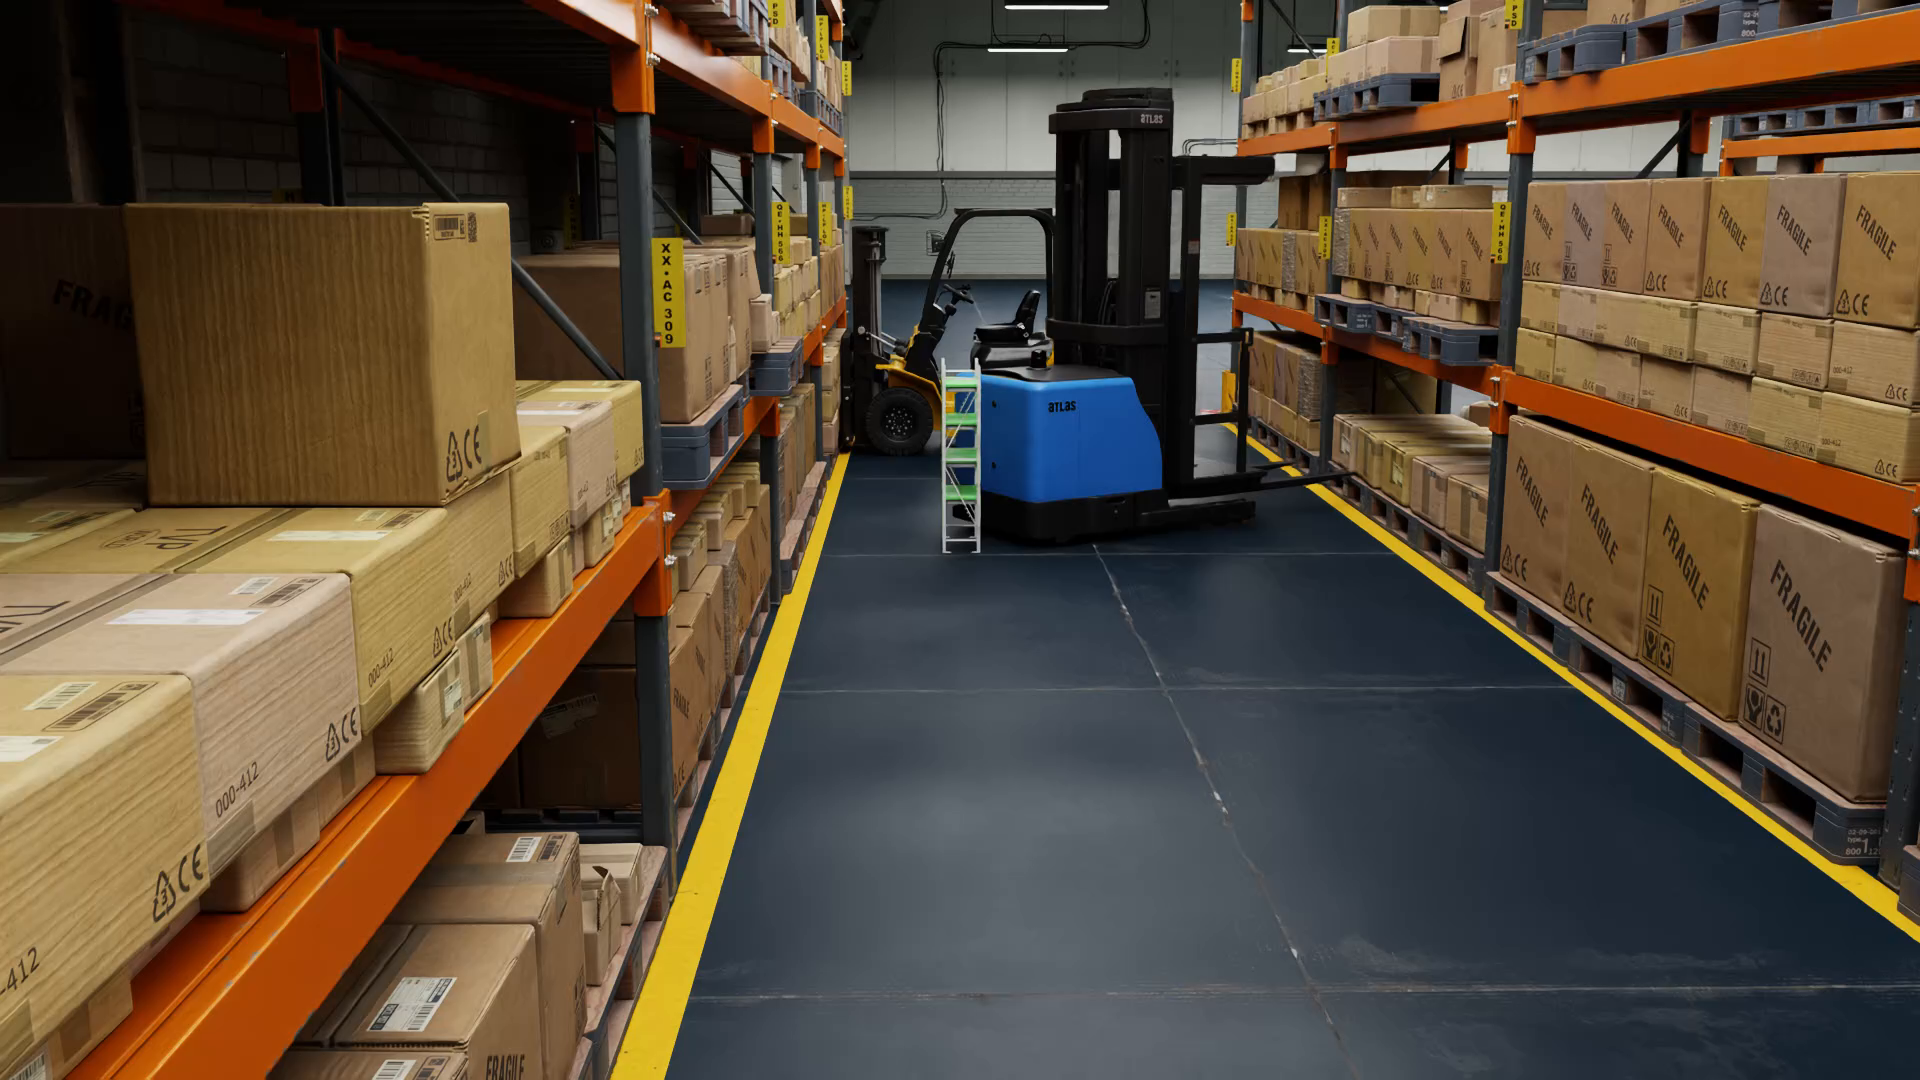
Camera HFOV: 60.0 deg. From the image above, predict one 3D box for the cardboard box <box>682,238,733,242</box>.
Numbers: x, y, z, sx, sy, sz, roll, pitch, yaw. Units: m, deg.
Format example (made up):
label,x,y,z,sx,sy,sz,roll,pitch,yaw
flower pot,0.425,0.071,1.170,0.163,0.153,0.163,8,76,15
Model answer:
label,x,y,z,sx,sy,sz,roll,pitch,yaw
cardboard box,-1.836,-2.097,11.970,0.380,0.149,0.250,0,11,-1

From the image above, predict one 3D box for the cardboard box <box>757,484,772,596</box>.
label,x,y,z,sx,sy,sz,roll,pitch,yaw
cardboard box,-1.280,-0.007,8.780,0.500,0.500,0.500,0,11,0

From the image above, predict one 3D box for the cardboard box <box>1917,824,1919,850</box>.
label,x,y,z,sx,sy,sz,roll,pitch,yaw
cardboard box,3.448,0.840,4.763,0.875,0.438,0.875,0,11,-2

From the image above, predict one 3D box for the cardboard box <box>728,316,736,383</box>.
label,x,y,z,sx,sy,sz,roll,pitch,yaw
cardboard box,-1.066,-0.732,6.404,0.396,0.266,0.258,0,11,2

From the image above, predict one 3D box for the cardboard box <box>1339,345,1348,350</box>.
label,x,y,z,sx,sy,sz,roll,pitch,yaw
cardboard box,3.603,-1.479,14.779,0.500,0.500,0.500,0,11,2

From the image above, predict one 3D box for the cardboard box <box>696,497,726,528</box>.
label,x,y,z,sx,sy,sz,roll,pitch,yaw
cardboard box,-1.276,-0.102,7.617,0.380,0.149,0.250,0,11,-2

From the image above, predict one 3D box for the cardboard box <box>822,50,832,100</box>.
label,x,y,z,sx,sy,sz,roll,pitch,yaw
cardboard box,-1.521,-4.068,14.453,0.797,0.503,0.637,0,11,1

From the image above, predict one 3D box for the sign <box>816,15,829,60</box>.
label,x,y,z,sx,sy,sz,roll,pitch,yaw
sign,-1.044,-3.786,12.542,0.100,0.325,0.005,0,11,-1

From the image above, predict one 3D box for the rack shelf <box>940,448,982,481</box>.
label,x,y,z,sx,sy,sz,roll,pitch,yaw
rack shelf,0.003,-0.492,10.790,0.258,0.148,0.480,0,11,-1

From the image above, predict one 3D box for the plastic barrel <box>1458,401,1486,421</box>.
label,x,y,z,sx,sy,sz,roll,pitch,yaw
plastic barrel,4.850,-1.054,15.189,0.512,0.421,0.421,9,15,38

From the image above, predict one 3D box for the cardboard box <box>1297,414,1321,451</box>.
label,x,y,z,sx,sy,sz,roll,pitch,yaw
cardboard box,3.096,-0.900,13.812,0.500,0.250,0.500,0,11,1

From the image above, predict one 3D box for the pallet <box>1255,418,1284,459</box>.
label,x,y,z,sx,sy,sz,roll,pitch,yaw
pallet,3.299,-0.935,15.139,1.003,0.211,1.213,0,11,-1

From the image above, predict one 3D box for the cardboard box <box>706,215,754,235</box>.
label,x,y,z,sx,sy,sz,roll,pitch,yaw
cardboard box,-1.858,-2.529,13.352,0.380,0.149,0.250,-1,11,-3

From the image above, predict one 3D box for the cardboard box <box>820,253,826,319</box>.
label,x,y,z,sx,sy,sz,roll,pitch,yaw
cardboard box,-1.334,-2.043,13.332,0.500,0.500,0.500,-1,11,-3

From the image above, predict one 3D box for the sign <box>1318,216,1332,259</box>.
label,x,y,z,sx,sy,sz,roll,pitch,yaw
sign,2.834,-2.346,12.902,0.100,0.325,0.005,0,11,-1

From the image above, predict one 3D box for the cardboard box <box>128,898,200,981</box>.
label,x,y,z,sx,sy,sz,roll,pitch,yaw
cardboard box,-1.162,0.435,2.002,0.380,0.149,0.250,0,11,-2

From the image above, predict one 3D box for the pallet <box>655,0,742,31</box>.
label,x,y,z,sx,sy,sz,roll,pitch,yaw
pallet,-1.364,-1.822,5.424,1.213,0.211,1.003,0,11,-1

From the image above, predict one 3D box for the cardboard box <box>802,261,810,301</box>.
label,x,y,z,sx,sy,sz,roll,pitch,yaw
cardboard box,-1.298,-1.776,11.387,0.500,0.250,0.500,0,11,0

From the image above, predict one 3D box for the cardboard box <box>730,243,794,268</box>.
label,x,y,z,sx,sy,sz,roll,pitch,yaw
cardboard box,-1.253,-1.797,10.491,0.380,0.149,0.250,0,11,0

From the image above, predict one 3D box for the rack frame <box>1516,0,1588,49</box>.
label,x,y,z,sx,sy,sz,roll,pitch,yaw
rack frame,3.459,-4.071,8.491,1.000,3.000,0.127,0,11,-1

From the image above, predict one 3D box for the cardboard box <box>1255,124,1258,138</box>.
label,x,y,z,sx,sy,sz,roll,pitch,yaw
cardboard box,3.071,-3.949,16.065,0.380,0.149,0.250,-1,11,-3

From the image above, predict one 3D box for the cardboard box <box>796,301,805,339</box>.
label,x,y,z,sx,sy,sz,roll,pitch,yaw
cardboard box,-1.300,-1.431,10.943,0.500,0.250,0.500,0,11,1

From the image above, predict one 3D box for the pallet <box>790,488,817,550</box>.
label,x,y,z,sx,sy,sz,roll,pitch,yaw
pallet,-1.504,-0.148,11.260,1.003,0.211,1.213,0,11,-1

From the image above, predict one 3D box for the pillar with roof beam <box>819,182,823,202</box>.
label,x,y,z,sx,sy,sz,roll,pitch,yaw
pillar with roof beam,1.377,-9.093,33.249,9.100,9.000,0.548,0,11,-1

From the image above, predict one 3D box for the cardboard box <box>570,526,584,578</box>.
label,x,y,z,sx,sy,sz,roll,pitch,yaw
cardboard box,-1.127,0.027,4.015,0.380,0.149,0.250,0,11,0

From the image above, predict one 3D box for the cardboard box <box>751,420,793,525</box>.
label,x,y,z,sx,sy,sz,roll,pitch,yaw
cardboard box,-1.524,-0.405,10.429,0.875,0.625,0.625,0,11,1

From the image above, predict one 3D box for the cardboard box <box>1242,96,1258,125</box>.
label,x,y,z,sx,sy,sz,roll,pitch,yaw
cardboard box,3.038,-4.162,16.115,0.500,0.250,0.500,0,11,-2

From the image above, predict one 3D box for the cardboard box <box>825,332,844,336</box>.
label,x,y,z,sx,sy,sz,roll,pitch,yaw
cardboard box,-1.331,-1.856,16.009,0.500,0.250,0.500,0,11,0

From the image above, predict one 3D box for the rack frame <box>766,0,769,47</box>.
label,x,y,z,sx,sy,sz,roll,pitch,yaw
rack frame,-1.503,-4.049,8.386,1.000,3.000,0.127,0,11,-1

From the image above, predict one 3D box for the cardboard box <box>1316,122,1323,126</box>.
label,x,y,z,sx,sy,sz,roll,pitch,yaw
cardboard box,3.118,-3.435,13.536,0.380,0.149,0.250,0,11,-1

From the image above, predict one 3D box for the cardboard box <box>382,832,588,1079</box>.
label,x,y,z,sx,sy,sz,roll,pitch,yaw
cardboard box,-1.256,1.002,3.808,0.700,0.500,0.500,-1,11,-3

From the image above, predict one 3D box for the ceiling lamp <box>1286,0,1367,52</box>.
label,x,y,z,sx,sy,sz,roll,pitch,yaw
ceiling lamp,9.042,-13.604,40.799,2.000,3.185,0.800,0,11,-1

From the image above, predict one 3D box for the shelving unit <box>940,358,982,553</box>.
label,x,y,z,sx,sy,sz,roll,pitch,yaw
shelving unit,0.003,-0.555,10.778,0.258,1.200,0.503,0,11,-1

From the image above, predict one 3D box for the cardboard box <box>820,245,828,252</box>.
label,x,y,z,sx,sy,sz,roll,pitch,yaw
cardboard box,-1.301,-2.488,13.897,0.380,0.149,0.250,0,11,0

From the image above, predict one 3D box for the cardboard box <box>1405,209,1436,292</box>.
label,x,y,z,sx,sy,sz,roll,pitch,yaw
cardboard box,3.139,-1.823,10.446,0.500,0.500,0.500,-1,12,-5

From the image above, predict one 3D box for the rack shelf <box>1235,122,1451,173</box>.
label,x,y,z,sx,sy,sz,roll,pitch,yaw
rack shelf,3.335,-3.441,14.739,1.077,0.370,4.000,0,11,-1

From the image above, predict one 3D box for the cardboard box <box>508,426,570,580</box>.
label,x,y,z,sx,sy,sz,roll,pitch,yaw
cardboard box,-1.144,-0.088,3.575,0.500,0.250,0.500,0,11,-2

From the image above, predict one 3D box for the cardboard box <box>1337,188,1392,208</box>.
label,x,y,z,sx,sy,sz,roll,pitch,yaw
cardboard box,3.033,-2.549,12.393,0.380,0.149,0.250,0,11,-1

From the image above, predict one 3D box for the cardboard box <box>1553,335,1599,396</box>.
label,x,y,z,sx,sy,sz,roll,pitch,yaw
cardboard box,3.246,-0.857,8.115,0.500,0.250,0.500,-1,11,-3

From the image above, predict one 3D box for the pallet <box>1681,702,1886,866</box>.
label,x,y,z,sx,sy,sz,roll,pitch,yaw
pallet,3.451,0.878,6.200,1.003,0.211,1.213,0,11,-1

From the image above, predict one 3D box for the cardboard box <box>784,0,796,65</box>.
label,x,y,z,sx,sy,sz,roll,pitch,yaw
cardboard box,-1.296,-3.231,10.335,0.500,0.500,0.500,0,11,0

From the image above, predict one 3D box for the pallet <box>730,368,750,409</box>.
label,x,y,z,sx,sy,sz,roll,pitch,yaw
pallet,-1.458,-0.629,7.097,1.003,0.211,1.213,0,11,-1

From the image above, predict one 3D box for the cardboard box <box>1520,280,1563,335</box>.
label,x,y,z,sx,sy,sz,roll,pitch,yaw
cardboard box,3.223,-1.200,8.551,0.500,0.250,0.500,0,11,-2

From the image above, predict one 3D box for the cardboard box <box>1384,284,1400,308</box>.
label,x,y,z,sx,sy,sz,roll,pitch,yaw
cardboard box,3.071,-1.638,11.164,0.380,0.149,0.250,0,11,1

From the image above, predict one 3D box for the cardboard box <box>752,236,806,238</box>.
label,x,y,z,sx,sy,sz,roll,pitch,yaw
cardboard box,-1.357,-2.204,12.498,0.380,0.149,0.250,0,11,1

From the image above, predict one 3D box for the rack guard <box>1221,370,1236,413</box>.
label,x,y,z,sx,sy,sz,roll,pitch,yaw
rack guard,3.296,-1.481,17.100,1.175,0.500,0.348,0,11,-1

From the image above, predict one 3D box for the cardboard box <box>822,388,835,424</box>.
label,x,y,z,sx,sy,sz,roll,pitch,yaw
cardboard box,-1.287,-1.105,13.564,0.500,0.250,0.500,0,11,-1

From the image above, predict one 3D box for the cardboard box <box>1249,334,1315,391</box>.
label,x,y,z,sx,sy,sz,roll,pitch,yaw
cardboard box,3.050,-1.676,15.751,0.500,0.500,0.500,-1,11,-3

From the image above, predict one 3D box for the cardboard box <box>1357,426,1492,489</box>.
label,x,y,z,sx,sy,sz,roll,pitch,yaw
cardboard box,3.408,-0.596,12.008,0.950,0.372,0.625,0,11,2

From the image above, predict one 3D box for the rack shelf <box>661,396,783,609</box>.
label,x,y,z,sx,sy,sz,roll,pitch,yaw
rack shelf,-1.462,-0.359,7.095,1.077,0.370,4.000,0,11,-1

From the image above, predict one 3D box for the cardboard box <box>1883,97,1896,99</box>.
label,x,y,z,sx,sy,sz,roll,pitch,yaw
cardboard box,7.979,-3.791,13.982,0.380,0.149,0.250,0,11,-1

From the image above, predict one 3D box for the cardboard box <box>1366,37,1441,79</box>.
label,x,y,z,sx,sy,sz,roll,pitch,yaw
cardboard box,3.032,-3.209,11.111,0.500,0.250,0.500,0,11,-2

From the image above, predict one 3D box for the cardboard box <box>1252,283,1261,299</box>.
label,x,y,z,sx,sy,sz,roll,pitch,yaw
cardboard box,2.997,-2.375,15.855,0.380,0.149,0.250,0,11,0

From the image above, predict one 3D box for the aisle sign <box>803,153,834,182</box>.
label,x,y,z,sx,sy,sz,roll,pitch,yaw
aisle sign,-1.376,-3.988,16.633,0.394,0.787,0.004,0,11,-1

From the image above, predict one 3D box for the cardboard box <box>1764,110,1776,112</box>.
label,x,y,z,sx,sy,sz,roll,pitch,yaw
cardboard box,7.938,-4.193,15.962,0.380,0.149,0.250,0,11,-1

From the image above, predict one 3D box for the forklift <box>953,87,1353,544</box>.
label,x,y,z,sx,sy,sz,roll,pitch,yaw
forklift,1.470,-1.611,11.627,3.031,2.935,1.130,-7,13,-31

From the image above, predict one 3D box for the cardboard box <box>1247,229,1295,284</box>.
label,x,y,z,sx,sy,sz,roll,pitch,yaw
cardboard box,3.040,-2.717,15.909,0.500,0.500,0.500,0,11,1
